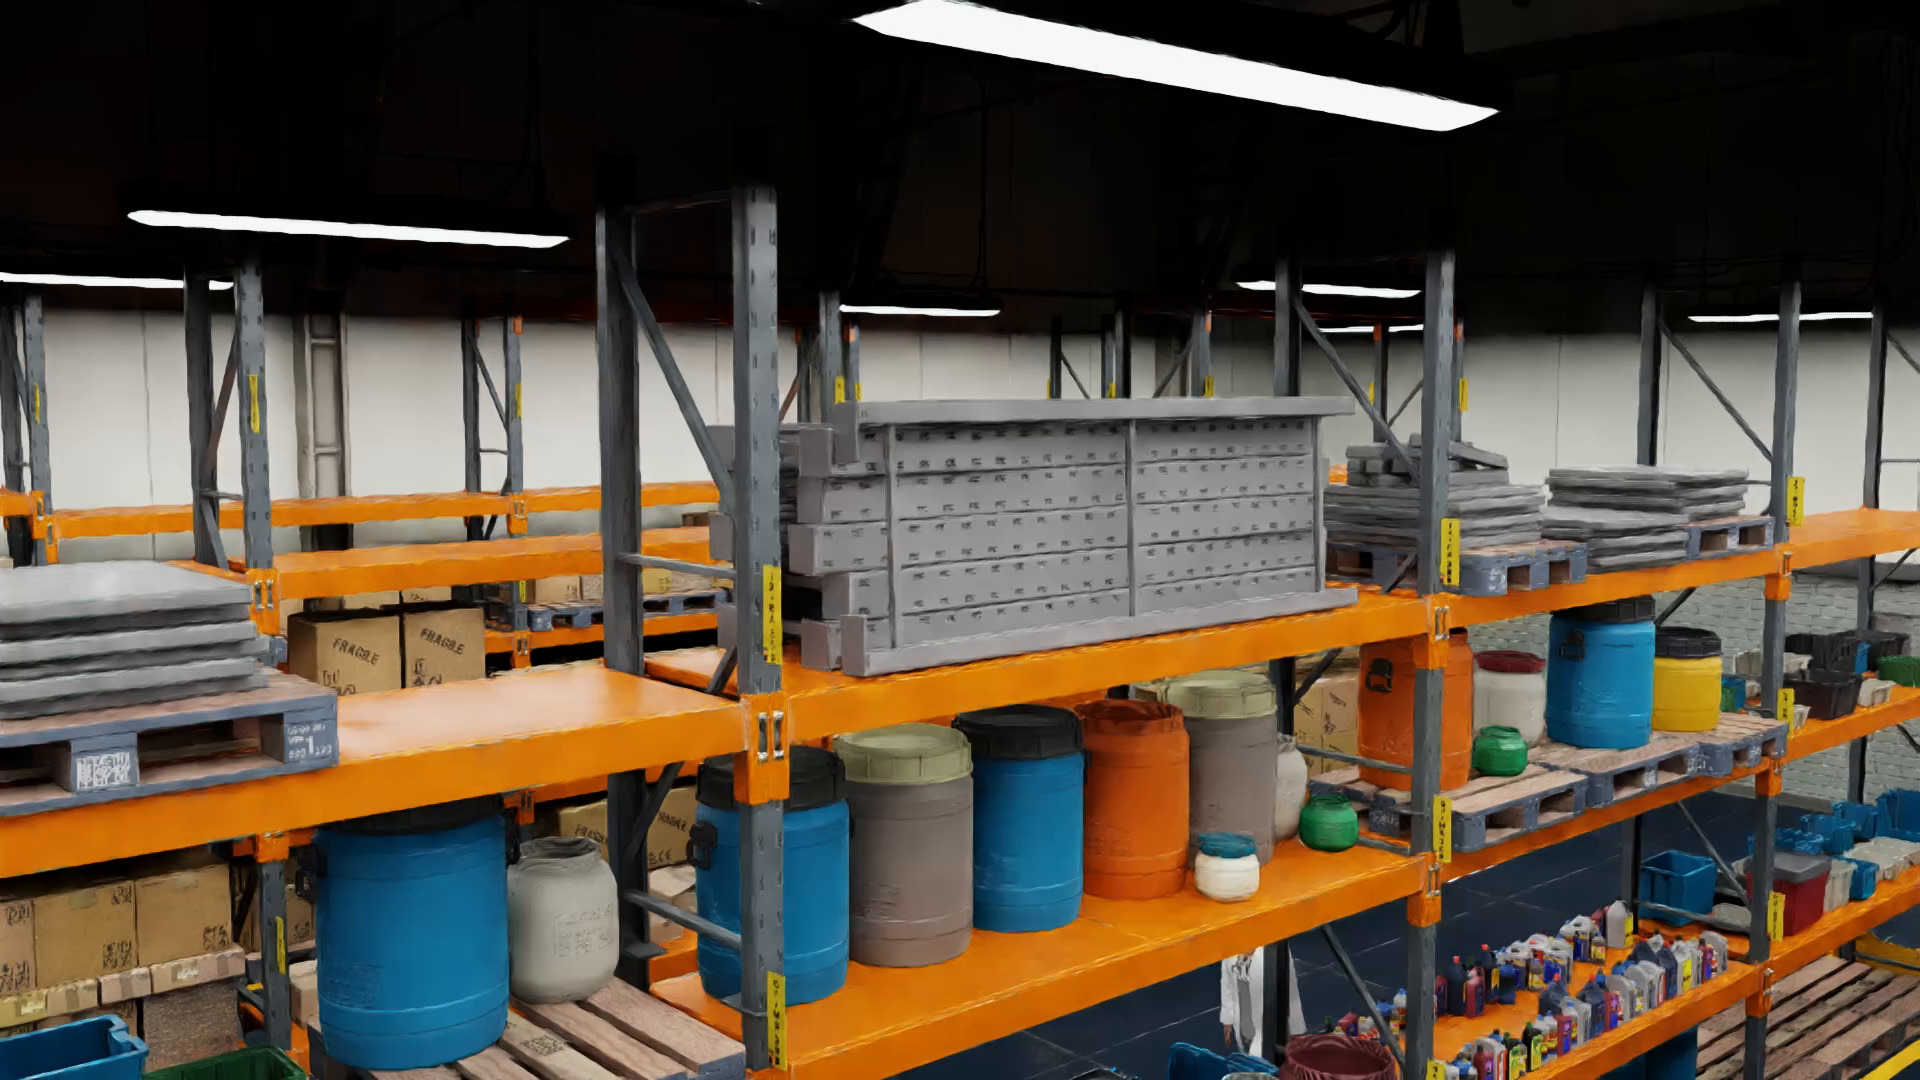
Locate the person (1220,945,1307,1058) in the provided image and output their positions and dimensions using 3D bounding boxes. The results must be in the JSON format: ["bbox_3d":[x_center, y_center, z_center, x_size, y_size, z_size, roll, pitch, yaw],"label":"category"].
[{"bbox_3d":[1.962,3.252,11.110,1.194,1.698,0.598,-4,7,-39],"label":"person"}]
